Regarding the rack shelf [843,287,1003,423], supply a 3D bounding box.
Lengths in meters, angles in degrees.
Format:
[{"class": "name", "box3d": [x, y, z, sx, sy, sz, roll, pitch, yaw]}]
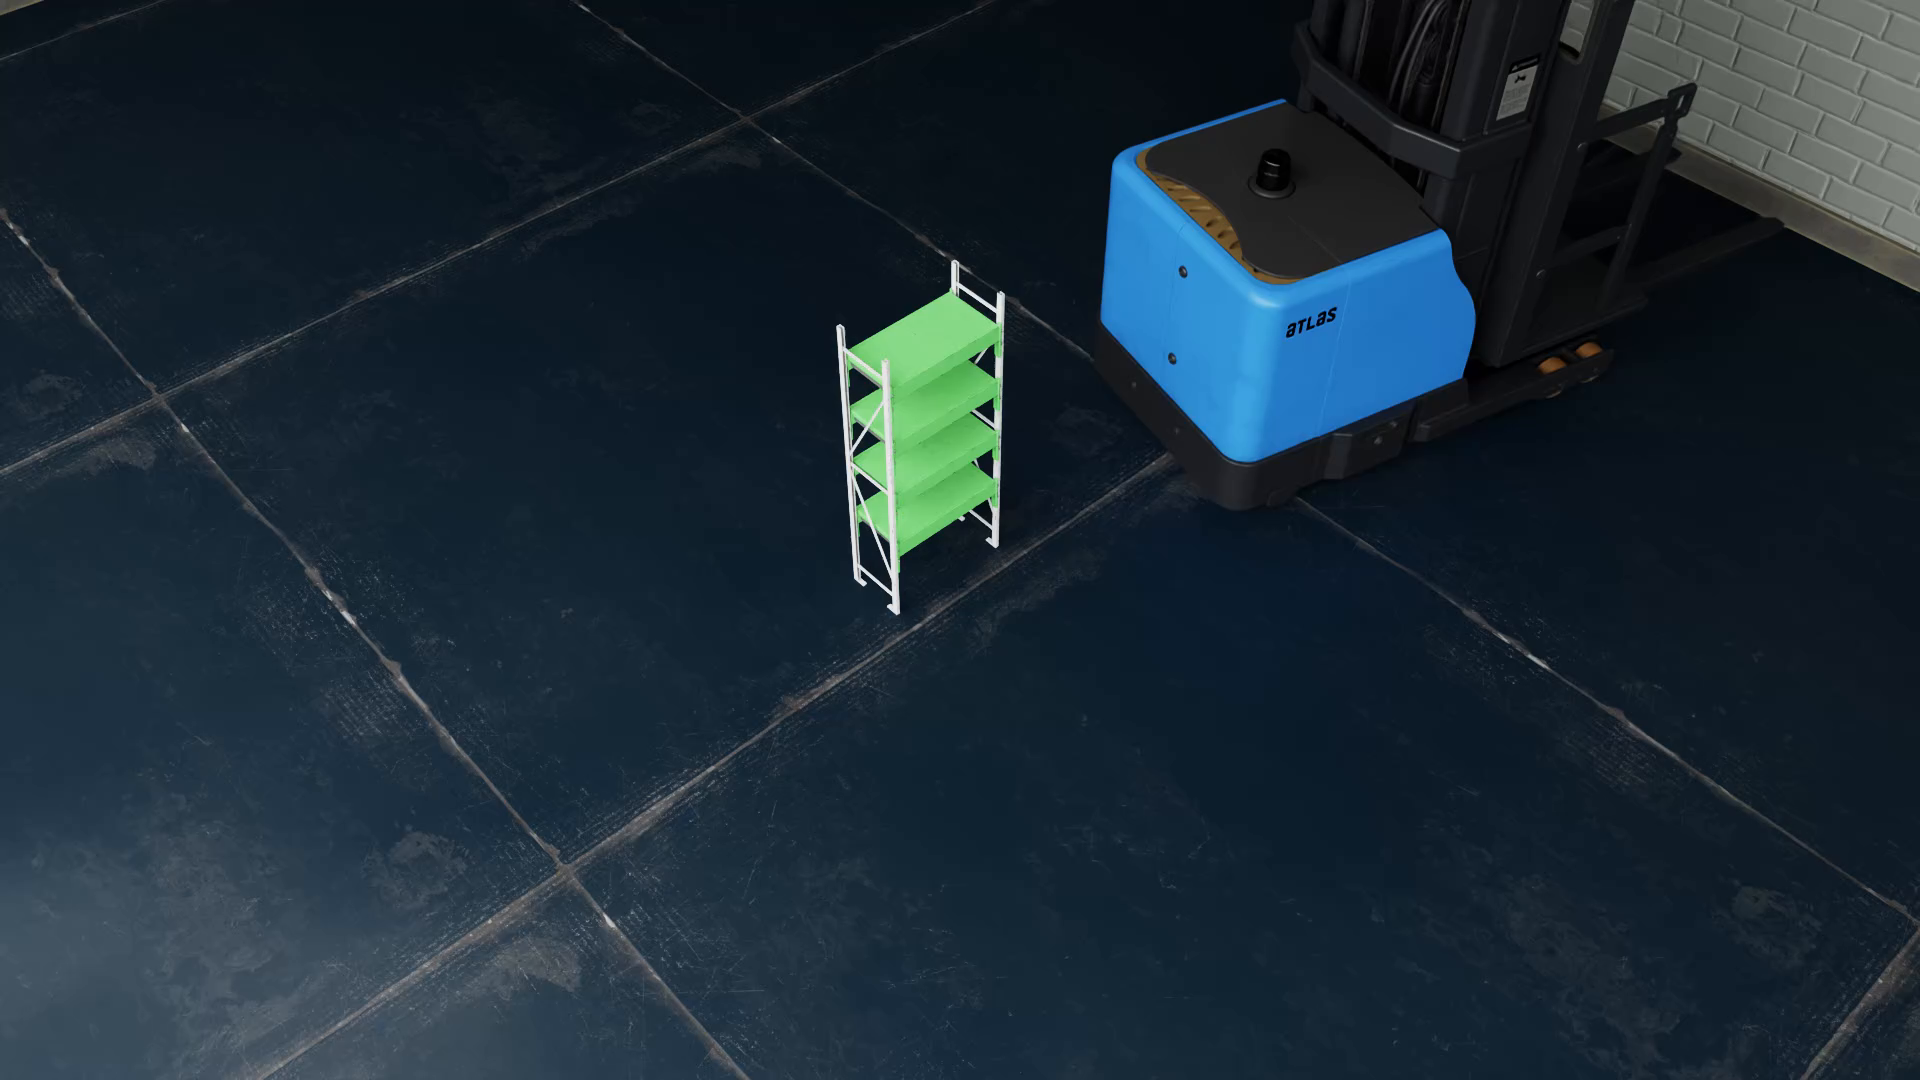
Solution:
[{"class": "rack shelf", "box3d": [-0.122, -0.607, 5.428, 0.480, 0.148, 0.258, -34, 56, -27]}]

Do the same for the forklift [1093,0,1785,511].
[{"class": "forklift", "box3d": [2.089, -1.896, 6.005, 3.031, 2.935, 1.130, -22, 51, -19]}]

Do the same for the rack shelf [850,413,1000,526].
[{"class": "rack shelf", "box3d": [-0.122, -0.282, 5.780, 0.480, 0.148, 0.258, -34, 56, -27]}]

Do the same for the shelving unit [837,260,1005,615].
[{"class": "shelving unit", "box3d": [-0.122, -0.325, 5.734, 0.503, 1.200, 0.258, -34, 56, -27]}]

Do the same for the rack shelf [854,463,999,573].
[{"class": "rack shelf", "box3d": [-0.122, -0.119, 5.957, 0.480, 0.148, 0.258, -34, 56, -27]}]

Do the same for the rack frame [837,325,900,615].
[{"class": "rack frame", "box3d": [-0.303, -0.204, 5.622, 0.015, 1.200, 0.240, -34, 56, -27]}]

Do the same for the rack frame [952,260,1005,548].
[{"class": "rack frame", "box3d": [0.058, -0.446, 5.845, 0.015, 1.200, 0.240, -34, 56, -27]}]

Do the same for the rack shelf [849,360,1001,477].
[{"class": "rack shelf", "box3d": [-0.122, -0.444, 5.604, 0.480, 0.148, 0.258, -34, 56, -27]}]
